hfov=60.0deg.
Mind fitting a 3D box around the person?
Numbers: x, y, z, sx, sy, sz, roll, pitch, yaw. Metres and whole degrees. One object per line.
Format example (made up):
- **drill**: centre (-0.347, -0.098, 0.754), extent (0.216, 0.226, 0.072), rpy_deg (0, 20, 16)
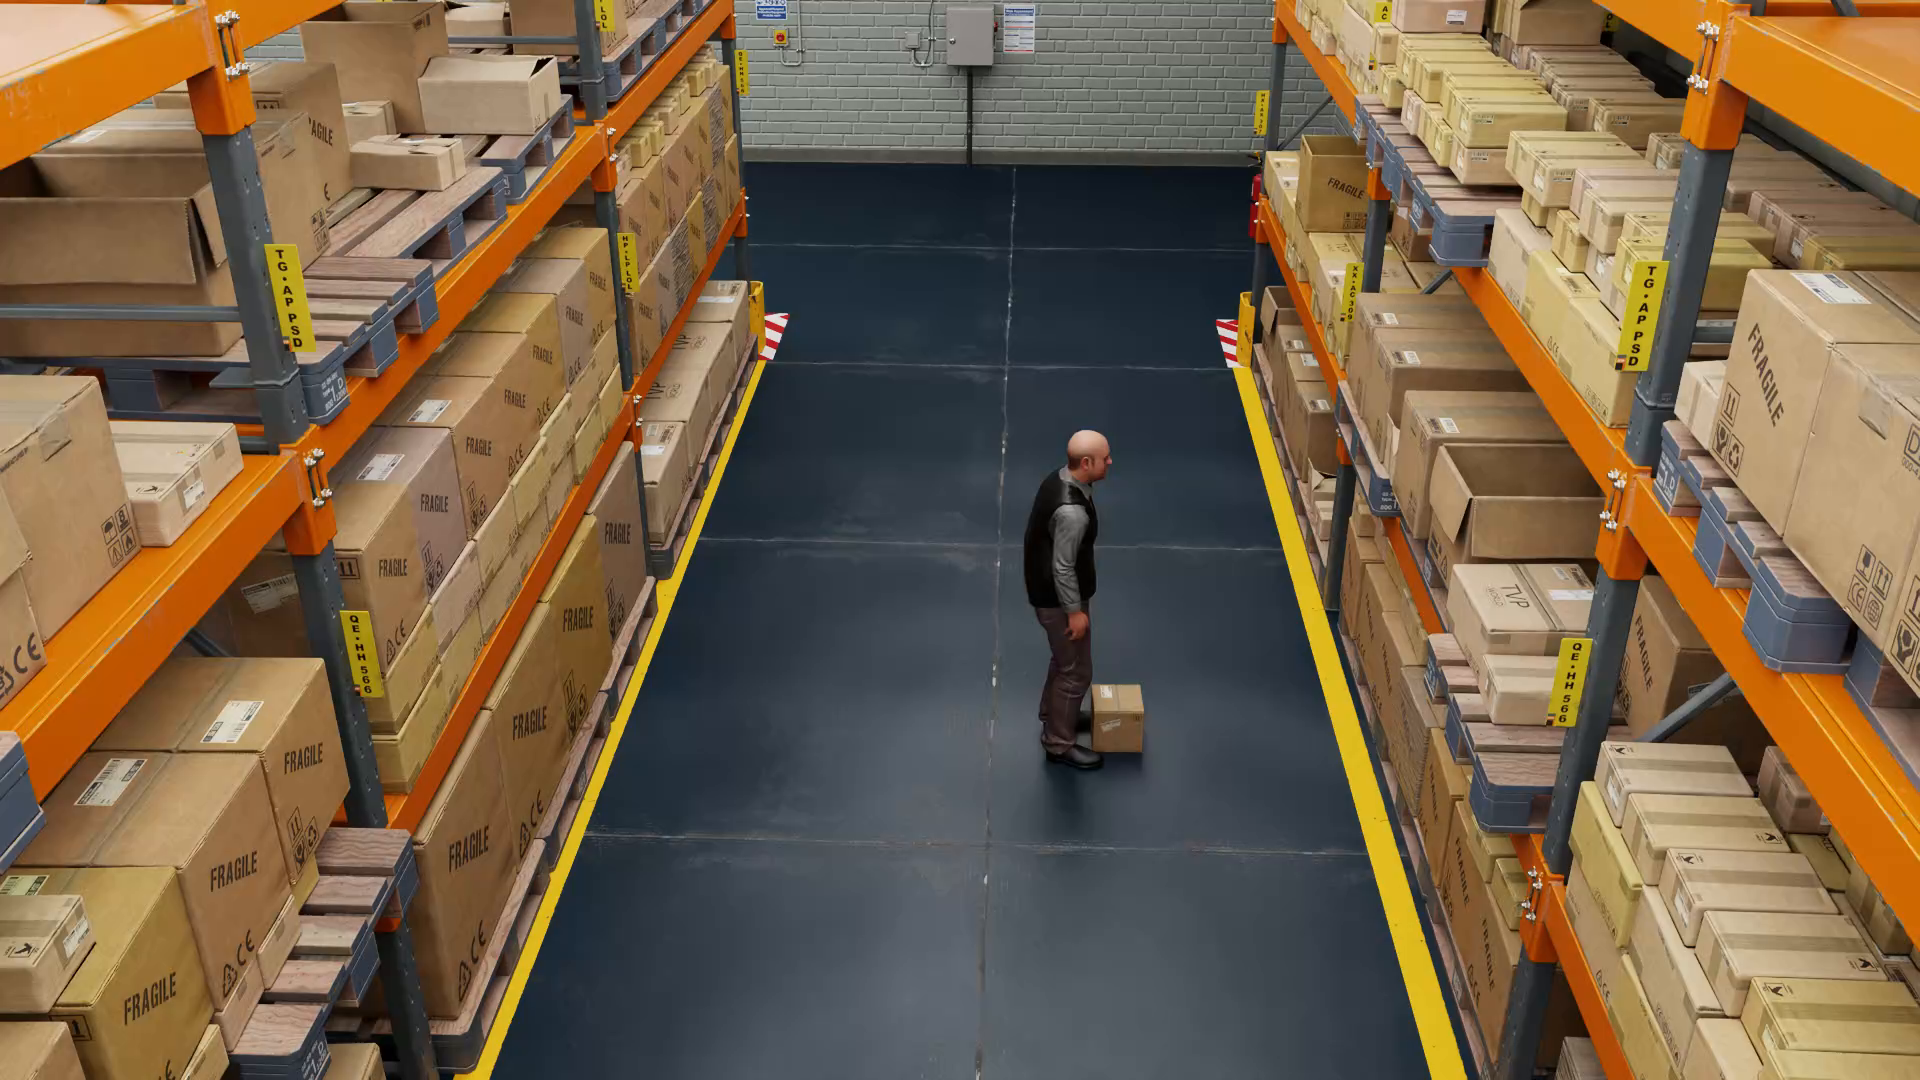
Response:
- **person**: centre (0.518, 0.262, 8.149), extent (0.421, 1.720, 0.580), rpy_deg (1, 28, 2)
